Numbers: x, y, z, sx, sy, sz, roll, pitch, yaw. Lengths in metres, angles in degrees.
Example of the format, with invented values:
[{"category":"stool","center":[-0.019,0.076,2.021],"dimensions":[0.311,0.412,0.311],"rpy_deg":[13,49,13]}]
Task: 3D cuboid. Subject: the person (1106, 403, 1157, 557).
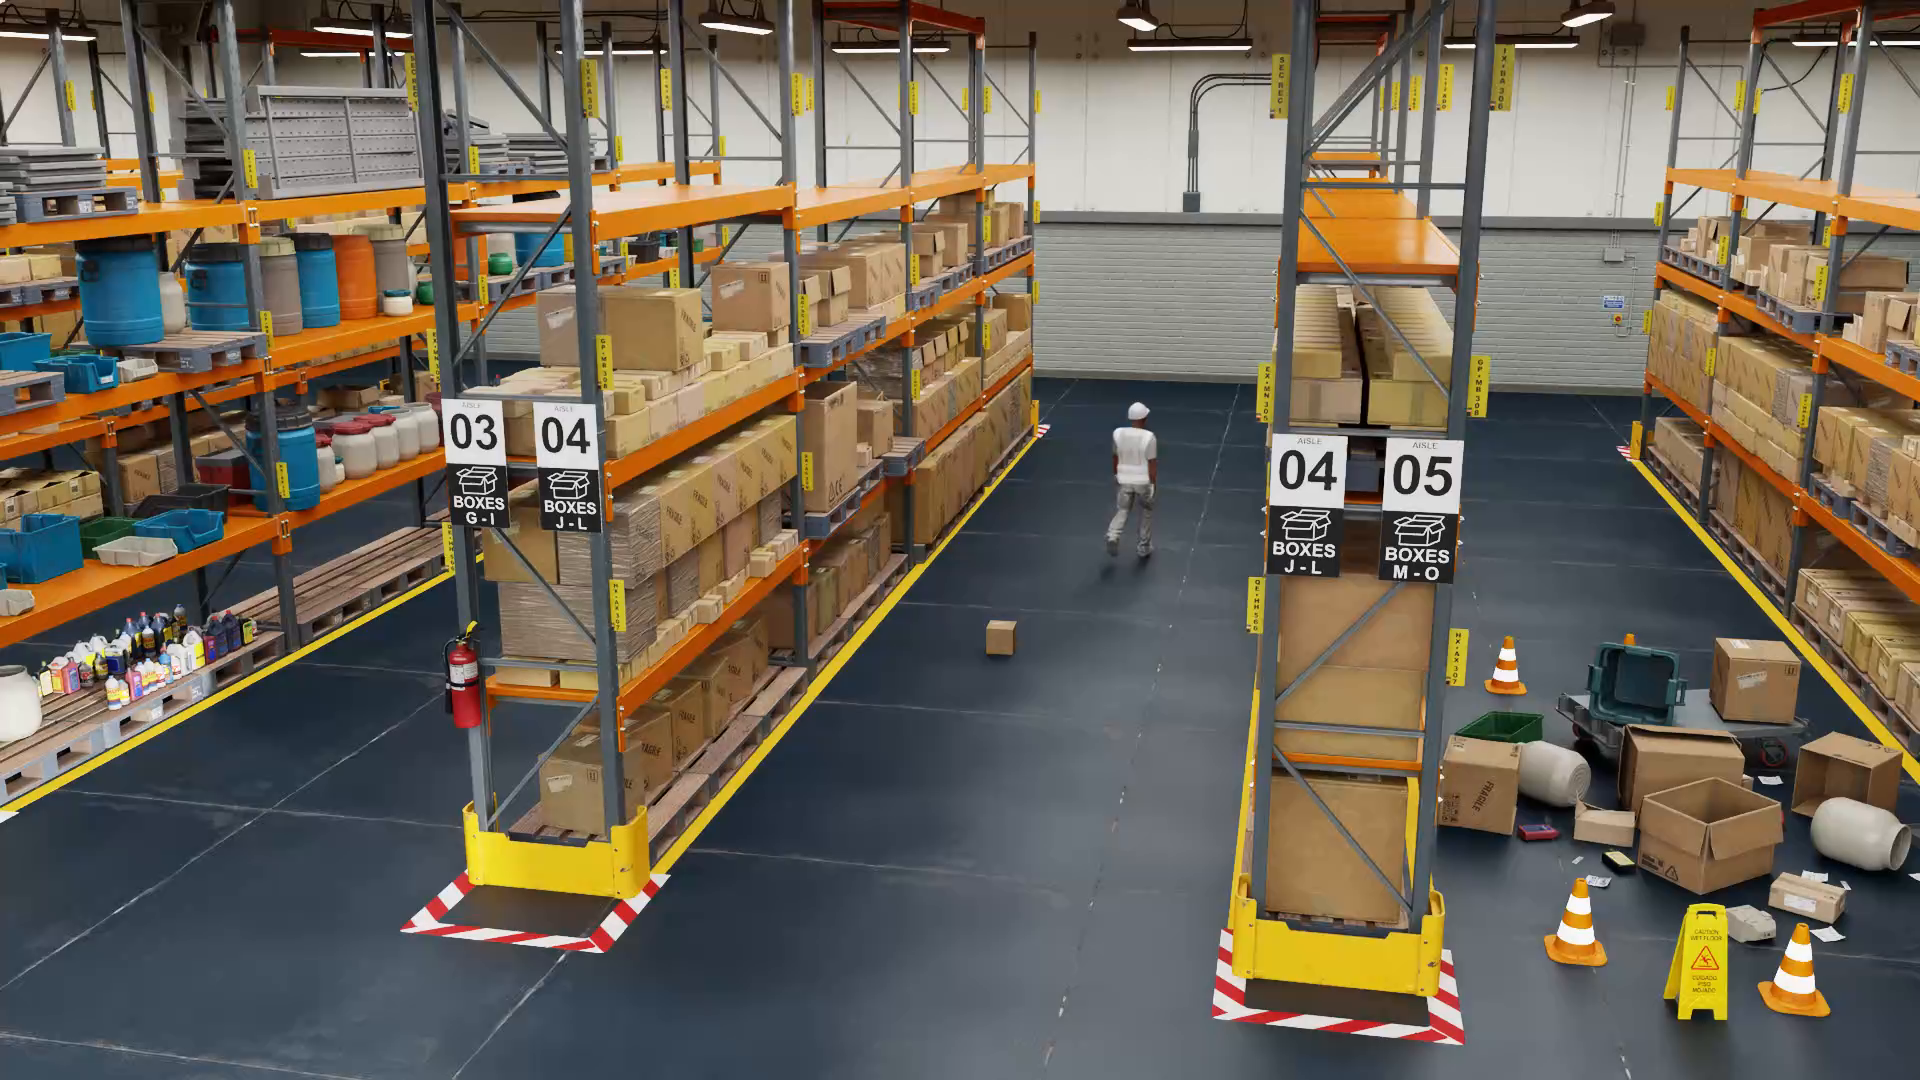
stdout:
[{"category":"person","center":[1.927,-0.649,18.425],"dimensions":[0.554,1.761,0.834],"rpy_deg":[7,16,26]}]
